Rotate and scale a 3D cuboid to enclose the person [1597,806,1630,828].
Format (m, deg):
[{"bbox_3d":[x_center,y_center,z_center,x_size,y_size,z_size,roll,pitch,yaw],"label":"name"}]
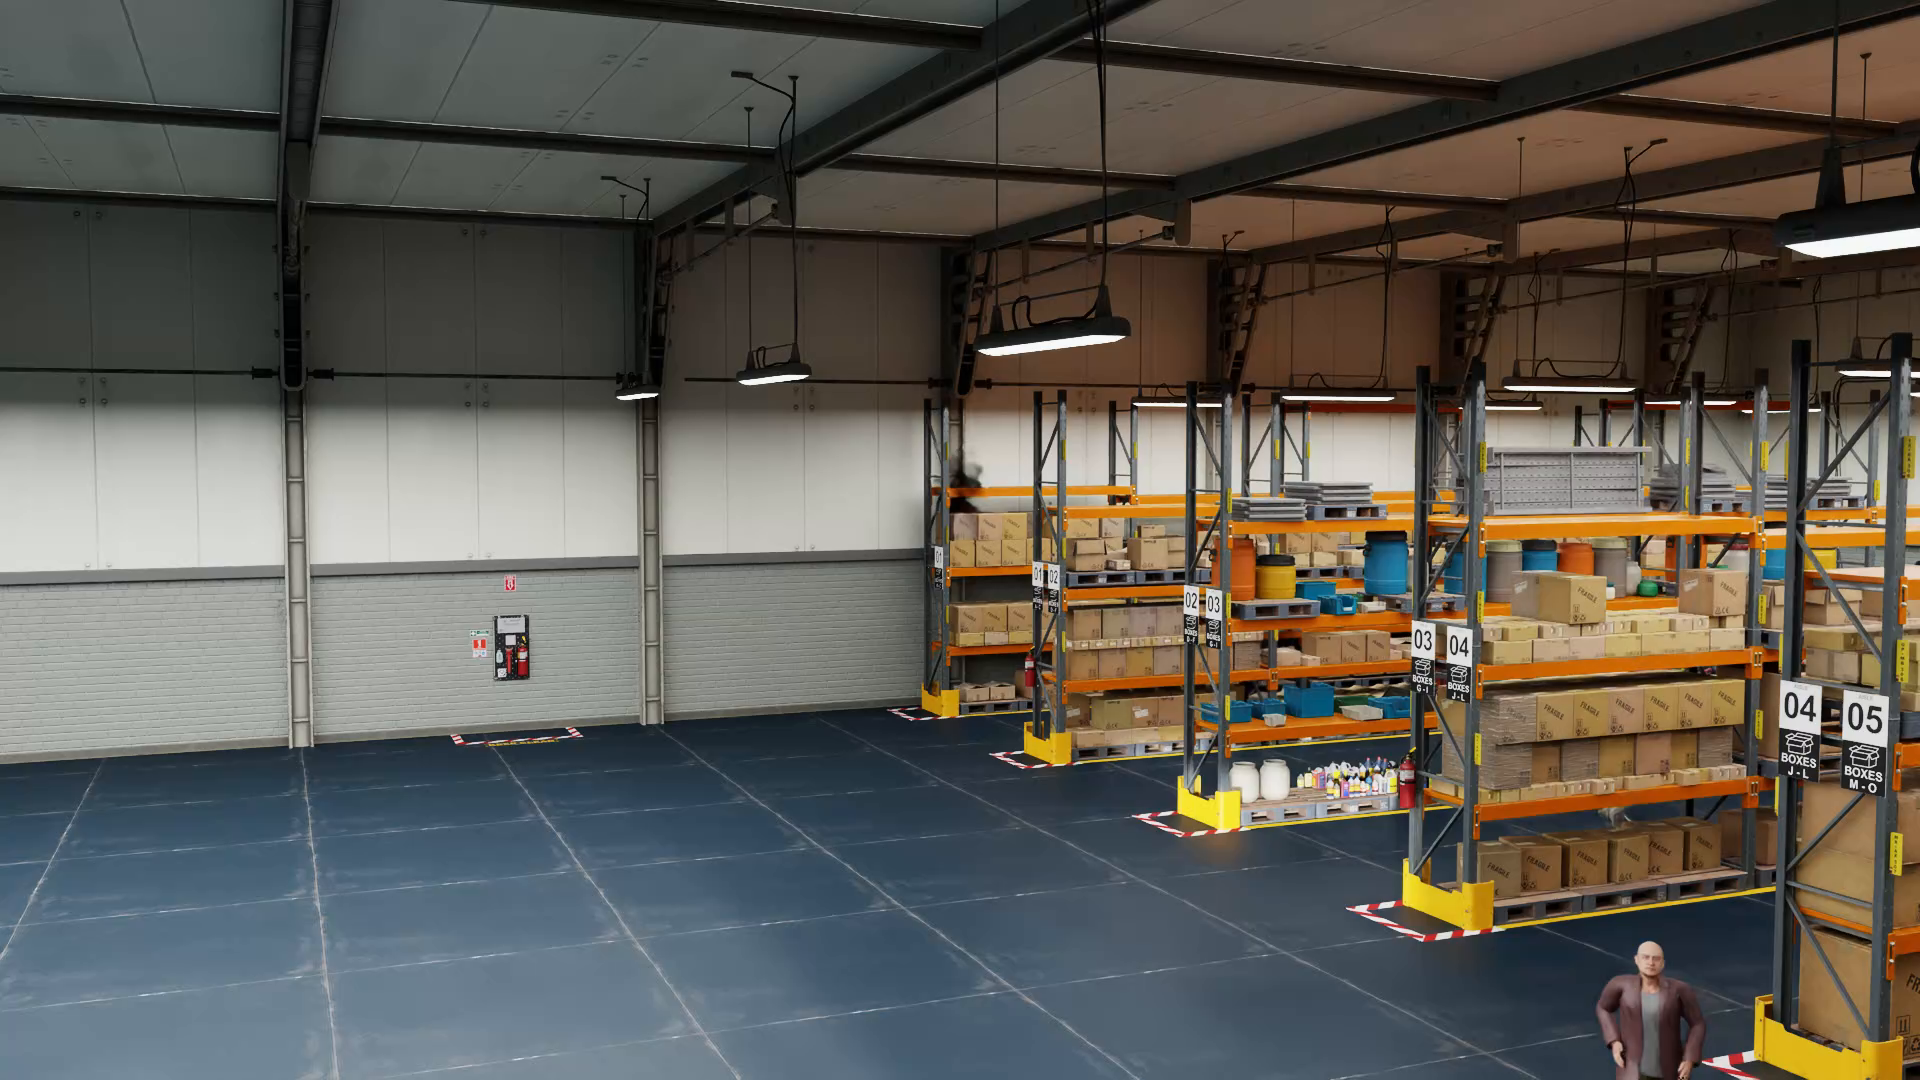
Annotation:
[{"bbox_3d":[8.344,3.115,21.051,0.593,1.638,0.557,-1,4,-22],"label":"person"}]

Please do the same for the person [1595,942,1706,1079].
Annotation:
[{"bbox_3d":[4.784,3.641,11.533,0.707,1.738,0.912,1,4,18],"label":"person"}]

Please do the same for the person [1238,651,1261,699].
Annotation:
[{"bbox_3d":[5.243,2.562,30.485,0.610,1.640,0.587,-2,4,-26],"label":"person"}]
